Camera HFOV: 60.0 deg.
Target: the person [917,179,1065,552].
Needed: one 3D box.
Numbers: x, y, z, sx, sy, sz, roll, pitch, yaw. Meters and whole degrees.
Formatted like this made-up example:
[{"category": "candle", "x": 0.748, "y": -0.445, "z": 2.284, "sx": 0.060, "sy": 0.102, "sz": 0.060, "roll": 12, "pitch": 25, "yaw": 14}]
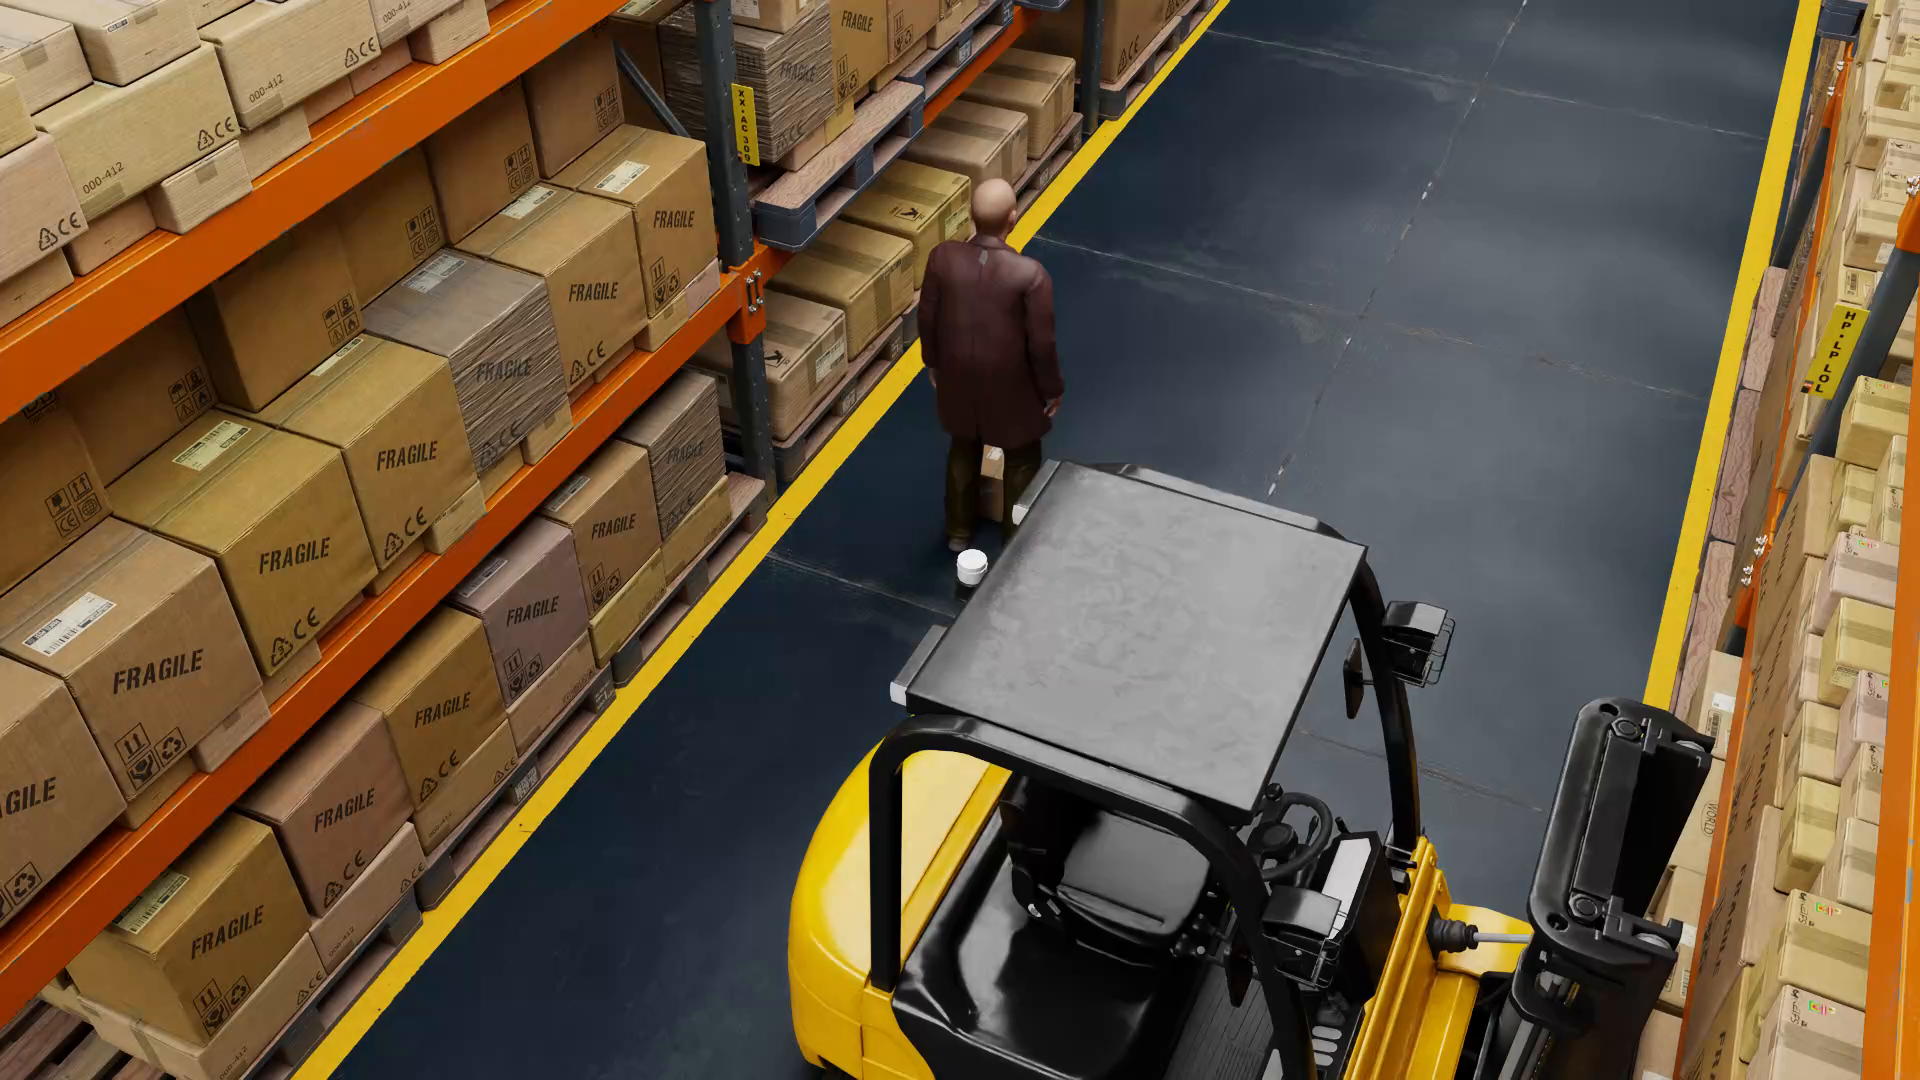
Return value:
[{"category": "person", "x": 0.132, "y": -0.678, "z": 6.938, "sx": 0.644, "sy": 1.774, "sz": 0.430, "roll": 17, "pitch": 44, "yaw": 18}]
